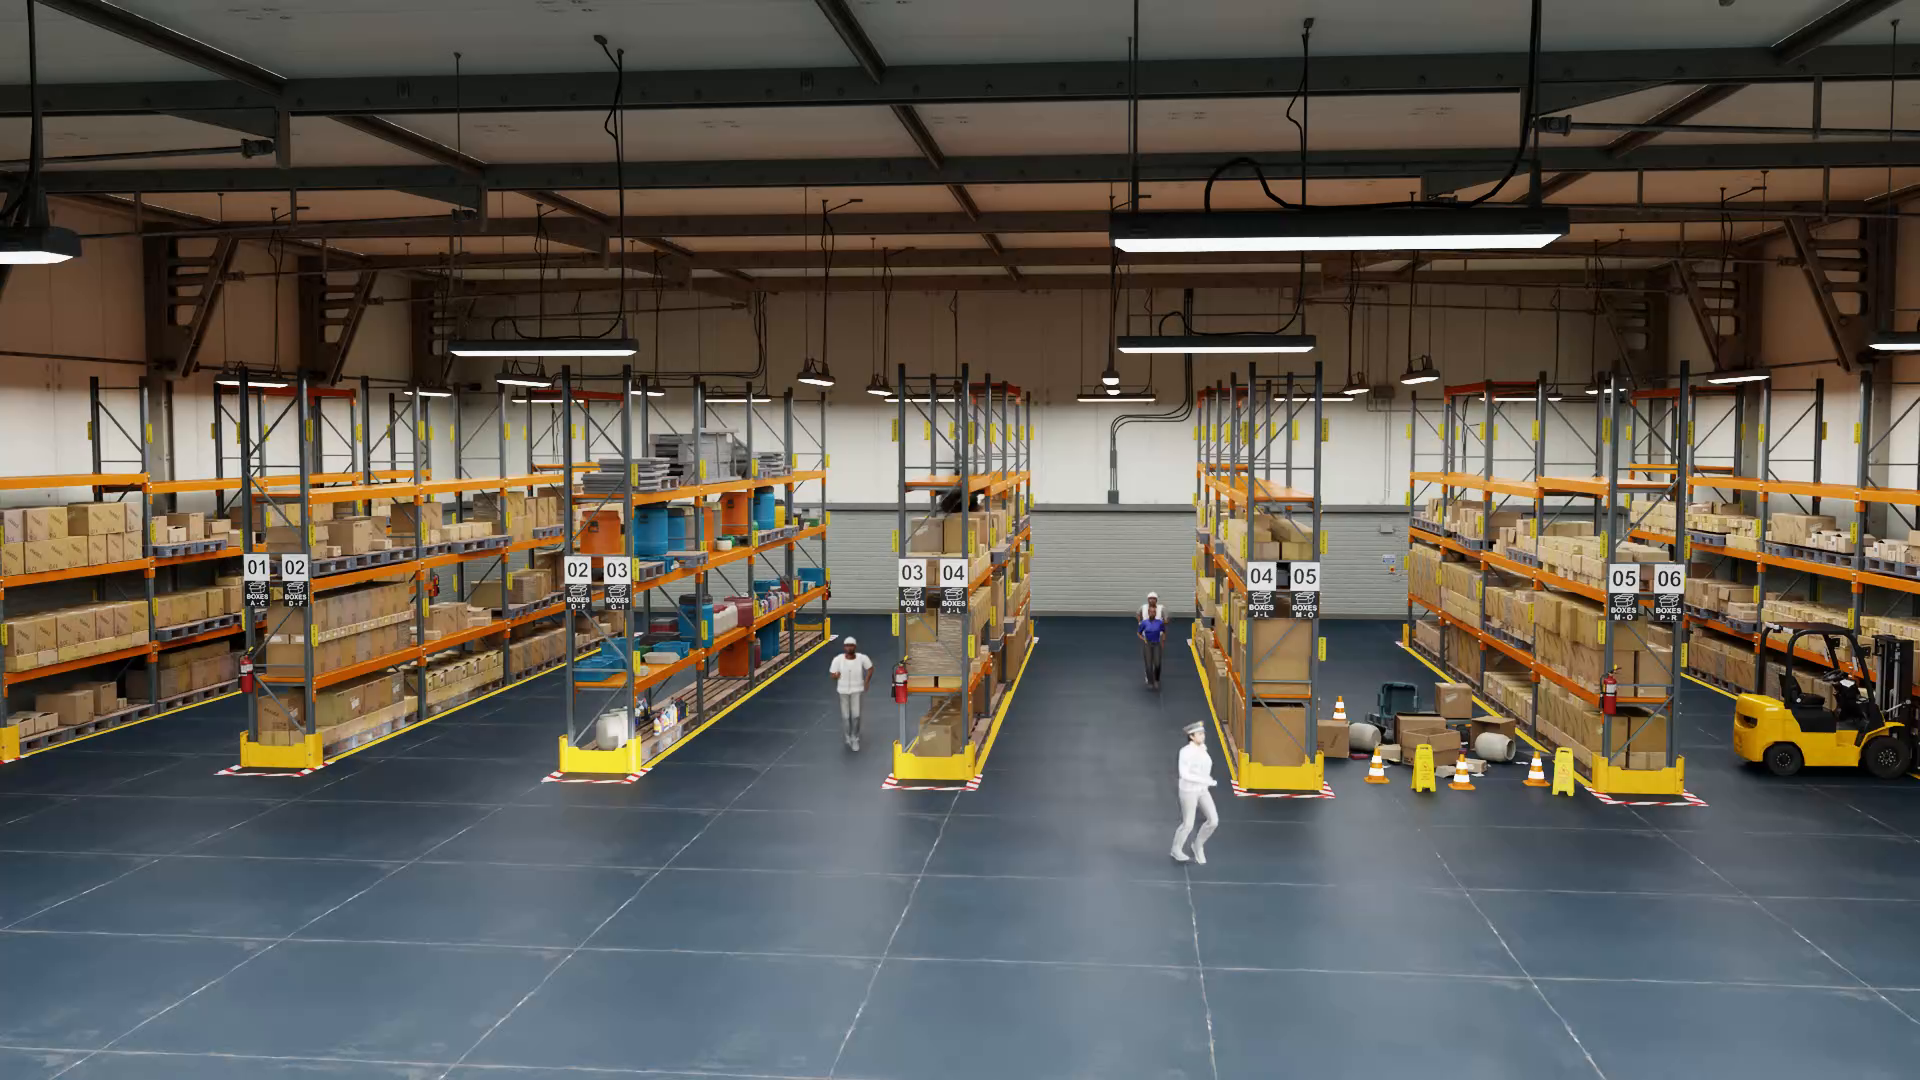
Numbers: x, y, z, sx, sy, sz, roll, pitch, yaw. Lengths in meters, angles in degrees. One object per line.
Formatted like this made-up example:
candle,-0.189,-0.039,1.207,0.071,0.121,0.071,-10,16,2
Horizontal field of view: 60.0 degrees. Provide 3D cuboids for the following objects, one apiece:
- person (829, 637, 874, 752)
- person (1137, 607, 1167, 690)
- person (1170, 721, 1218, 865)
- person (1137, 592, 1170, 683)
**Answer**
person,-1.731,2.438,26.304,0.673,1.811,0.705,0,4,3
person,3.733,2.113,32.321,0.586,1.624,0.585,0,4,4
person,2.752,2.937,19.268,0.632,1.717,0.675,-3,5,-43
person,3.937,1.951,33.788,0.645,1.797,1.142,0,4,2
